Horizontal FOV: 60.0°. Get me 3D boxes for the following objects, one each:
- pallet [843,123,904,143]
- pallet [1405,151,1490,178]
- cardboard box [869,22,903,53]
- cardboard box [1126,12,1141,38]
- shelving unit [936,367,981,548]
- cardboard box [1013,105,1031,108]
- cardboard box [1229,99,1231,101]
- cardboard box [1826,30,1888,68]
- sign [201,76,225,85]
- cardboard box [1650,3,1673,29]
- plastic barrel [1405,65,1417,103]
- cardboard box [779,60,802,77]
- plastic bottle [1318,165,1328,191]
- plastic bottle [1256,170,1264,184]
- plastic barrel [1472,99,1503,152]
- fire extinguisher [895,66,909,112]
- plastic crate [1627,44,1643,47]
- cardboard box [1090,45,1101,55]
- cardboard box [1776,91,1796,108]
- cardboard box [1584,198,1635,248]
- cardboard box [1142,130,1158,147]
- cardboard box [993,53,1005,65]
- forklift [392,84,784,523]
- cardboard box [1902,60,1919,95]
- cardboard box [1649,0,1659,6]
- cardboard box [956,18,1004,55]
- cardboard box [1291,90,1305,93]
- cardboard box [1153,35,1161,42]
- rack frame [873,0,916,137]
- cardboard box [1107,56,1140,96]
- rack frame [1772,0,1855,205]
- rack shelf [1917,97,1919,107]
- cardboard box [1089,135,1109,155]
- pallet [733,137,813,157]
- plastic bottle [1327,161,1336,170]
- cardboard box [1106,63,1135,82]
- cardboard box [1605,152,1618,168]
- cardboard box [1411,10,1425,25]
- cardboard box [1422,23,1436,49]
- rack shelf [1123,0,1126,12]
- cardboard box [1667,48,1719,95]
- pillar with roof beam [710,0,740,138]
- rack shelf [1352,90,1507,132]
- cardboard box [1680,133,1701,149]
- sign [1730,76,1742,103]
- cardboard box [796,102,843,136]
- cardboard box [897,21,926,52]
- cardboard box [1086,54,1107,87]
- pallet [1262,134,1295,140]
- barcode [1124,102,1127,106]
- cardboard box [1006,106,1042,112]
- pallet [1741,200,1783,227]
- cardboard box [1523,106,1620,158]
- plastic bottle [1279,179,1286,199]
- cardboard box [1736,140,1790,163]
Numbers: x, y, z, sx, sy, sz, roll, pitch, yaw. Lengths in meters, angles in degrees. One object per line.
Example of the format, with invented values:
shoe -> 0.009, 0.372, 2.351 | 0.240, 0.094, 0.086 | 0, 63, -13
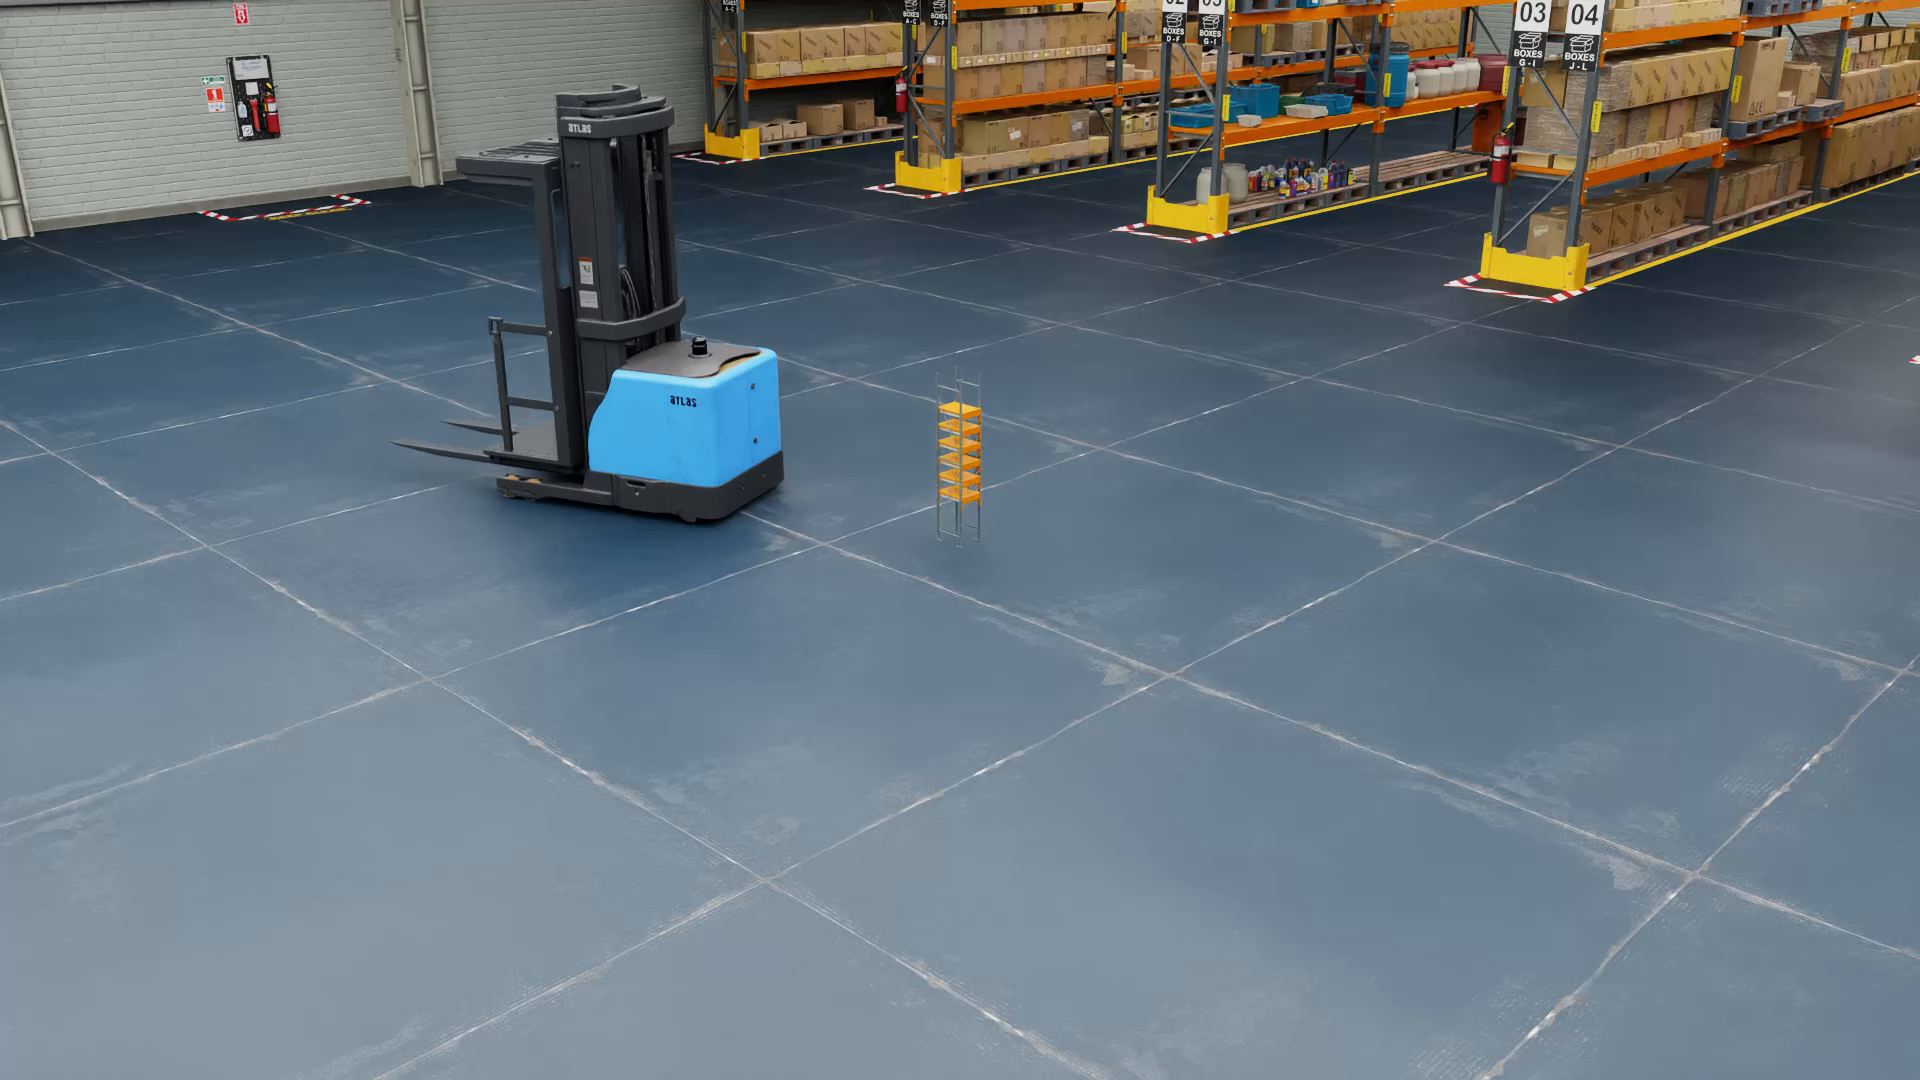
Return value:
pallet -> -1.684, -7.659, 31.208 | 1.003, 0.211, 1.213 | 19, 28, 41
pallet -> 8.080, -6.200, 27.411 | 1.003, 0.211, 1.213 | 19, 28, 41
cardboard box -> -1.349, -9.233, 30.551 | 0.500, 0.500, 0.500 | 19, 28, 41
cardboard box -> 3.494, -10.951, 35.304 | 0.500, 0.500, 0.500 | 19, 28, 41
shelving unit -> -0.010, -0.556, 11.350 | 0.258, 1.200, 0.189 | 19, 28, 41
cardboard box -> 1.085, -9.011, 33.709 | 0.500, 0.500, 0.700 | -20, 29, -41
cardboard box -> 4.913, -7.910, 30.438 | 0.500, 0.311, 0.500 | -19, 28, -41
cardboard box -> 13.638, -7.491, 25.346 | 0.637, 0.503, 0.797 | -19, 28, -40
sign -> -10.549, -6.489, 23.489 | 0.001, 0.109, 0.331 | 19, 28, 41
cardboard box -> 7.841, -6.045, 19.149 | 0.500, 0.250, 0.500 | 19, 28, 40
plastic barrel -> 6.682, -6.917, 25.201 | 0.433, 0.535, 0.433 | 0, 21, 0
cardboard box -> -3.111, -8.237, 29.004 | 0.500, 0.250, 0.500 | 18, 28, 39
plastic bottle -> 5.256, -5.262, 24.162 | 0.144, 0.351, 0.185 | 19, 28, 40
plastic bottle -> 4.327, -5.244, 24.220 | 0.152, 0.276, 0.135 | 18, 28, 39
plastic barrel -> 8.977, -7.004, 28.056 | 0.600, 0.830, 0.708 | 19, 28, 41
fire extinguisher -> -0.894, -6.925, 25.519 | 0.296, 0.674, 0.183 | 19, 28, 41
plastic crate -> 12.241, -8.944, 30.490 | 0.402, 0.464, 0.583 | 19, 28, 41
cardboard box -> 2.101, -8.066, 27.337 | 0.380, 0.149, 0.250 | 19, 28, 40
cardboard box -> 11.227, -6.089, 22.836 | 0.396, 0.266, 0.258 | 18, 28, 39
cardboard box -> 7.906, -3.899, 20.437 | 0.500, 0.500, 0.500 | -17, 27, -37
cardboard box -> 3.128, -6.989, 28.824 | 0.500, 0.250, 0.500 | -19, 28, -41
cardboard box -> 0.484, -7.468, 25.781 | 0.380, 0.149, 0.250 | 19, 28, 40
forklift -> -2.896, -1.818, 12.219 | 3.031, 2.935, 1.130 | 9, 23, 21
cardboard box -> 14.857, -7.338, 26.345 | 0.500, 0.500, 0.500 | 19, 28, 41
cardboard box -> 7.725, -6.176, 18.934 | 0.380, 0.149, 0.250 | 19, 28, 40
cardboard box -> 0.256, -7.795, 25.725 | 0.700, 0.500, 0.500 | 18, 28, 39
cardboard box -> 6.699, -8.415, 32.158 | 0.500, 0.500, 0.500 | 18, 27, 39
cardboard box -> 4.148, -10.862, 35.977 | 0.250, 0.149, 0.380 | -20, 28, -41
rack frame -> -1.240, -9.142, 31.180 | 1.000, 3.000, 0.127 | 19, 28, 41
cardboard box -> 3.362, -9.963, 35.725 | 0.750, 0.750, 0.750 | -19, 28, -40
rack frame -> 12.197, -6.451, 24.179 | 1.000, 3.000, 0.127 | 19, 28, 41
rack shelf -> 16.382, -7.658, 28.320 | 1.077, 0.370, 4.000 | 19, 28, 41
cardboard box -> 2.144, -6.642, 27.922 | 0.500, 0.250, 0.500 | 19, 28, 41
pallet -> -3.386, -7.032, 29.576 | 1.003, 0.211, 1.213 | 19, 28, 41
plastic bottle -> 5.512, -5.430, 24.600 | 0.144, 0.351, 0.185 | 19, 28, 41
cardboard box -> 2.623, -7.971, 28.341 | 0.500, 0.250, 0.500 | -18, 27, -39
cardboard box -> 7.359, -4.411, 19.221 | 0.380, 0.149, 0.250 | 19, 28, 41
cardboard box -> 9.141, -10.789, 33.930 | 0.500, 0.500, 0.500 | 18, 28, 39
cardboard box -> 9.502, -10.461, 34.471 | 0.500, 0.500, 0.500 | 19, 28, 40
rack shelf -> 3.707, -9.482, 28.885 | 1.077, 0.370, 4.000 | 19, 28, 41
cardboard box -> 8.942, -5.762, 20.437 | 0.500, 0.500, 0.500 | 19, 28, 41
pillar with roof beam -> -1.078, -10.233, 25.656 | 9.100, 9.000, 0.400 | 19, 28, 41
rack shelf -> 7.253, -6.841, 26.195 | 1.077, 0.370, 4.000 | 19, 28, 41
cardboard box -> 8.974, -4.974, 20.684 | 0.380, 0.149, 0.250 | 19, 28, 41
sign -> 9.801, -5.693, 21.000 | 0.100, 0.325, 0.005 | 19, 28, 41
cardboard box -> -2.538, -7.631, 30.118 | 0.700, 0.500, 0.500 | 17, 27, 37
cardboard box -> -0.861, -9.517, 31.401 | 0.700, 0.500, 0.500 | 19, 28, 41
cardboard box -> 2.006, -7.835, 27.638 | 0.700, 0.500, 0.500 | 18, 28, 39
pallet -> 5.650, -7.813, 31.607 | 1.003, 0.211, 1.213 | 19, 28, 41
barcode -> 2.788, -7.352, 28.053 | 0.001, 0.075, 0.075 | 19, 28, 41
cardboard box -> 1.066, -6.868, 27.465 | 0.500, 0.500, 0.500 | 19, 28, 41
pallet -> 10.800, -4.637, 23.345 | 1.003, 0.211, 1.213 | 19, 28, 41
cardboard box -> 7.019, -4.715, 19.107 | 0.875, 0.500, 0.500 | 19, 28, 41
plastic bottle -> 4.555, -4.955, 23.474 | 0.097, 0.271, 0.097 | 0, 21, 0
cardboard box -> 11.388, -5.521, 23.585 | 0.500, 0.250, 0.500 | -16, 26, -36
